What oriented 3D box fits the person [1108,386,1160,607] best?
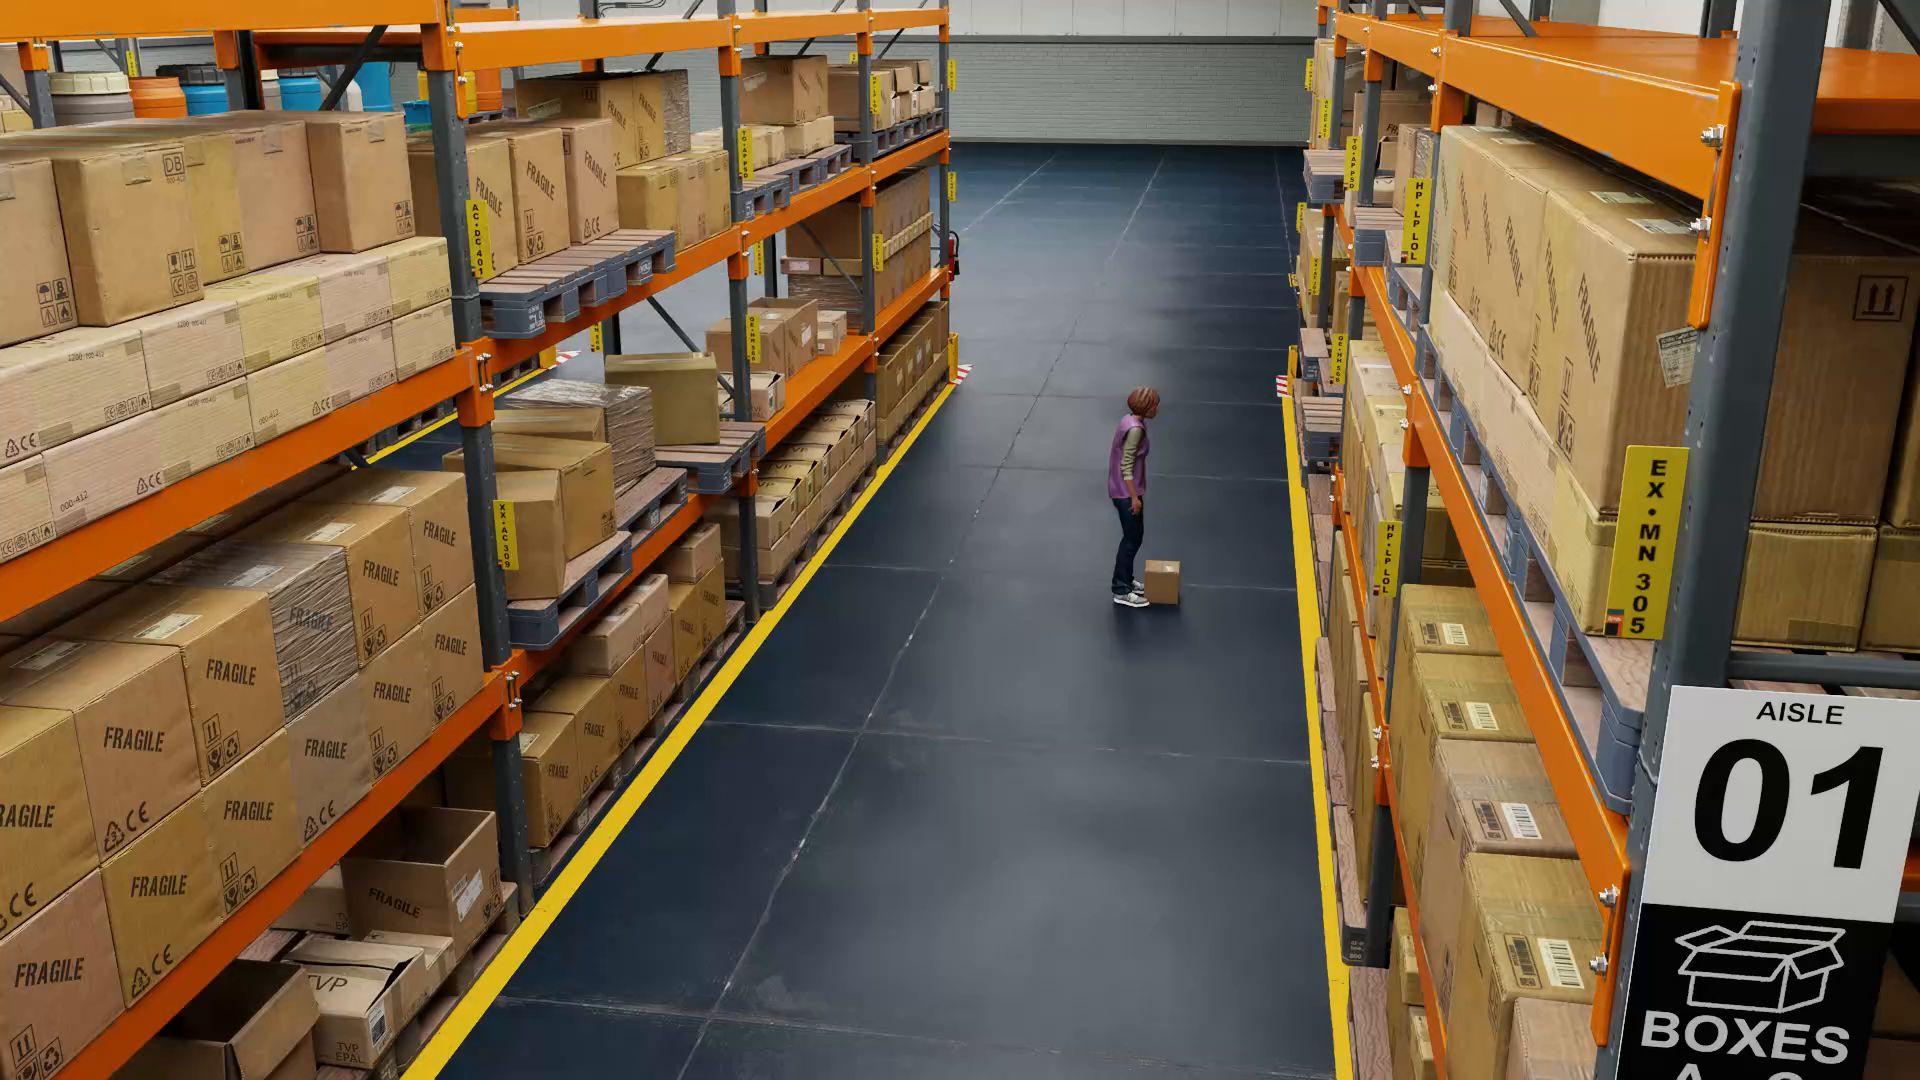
[{"bbox_3d":[1.251,-0.335,12.093,0.344,1.594,0.462,3,18,9],"label":"person"}]
